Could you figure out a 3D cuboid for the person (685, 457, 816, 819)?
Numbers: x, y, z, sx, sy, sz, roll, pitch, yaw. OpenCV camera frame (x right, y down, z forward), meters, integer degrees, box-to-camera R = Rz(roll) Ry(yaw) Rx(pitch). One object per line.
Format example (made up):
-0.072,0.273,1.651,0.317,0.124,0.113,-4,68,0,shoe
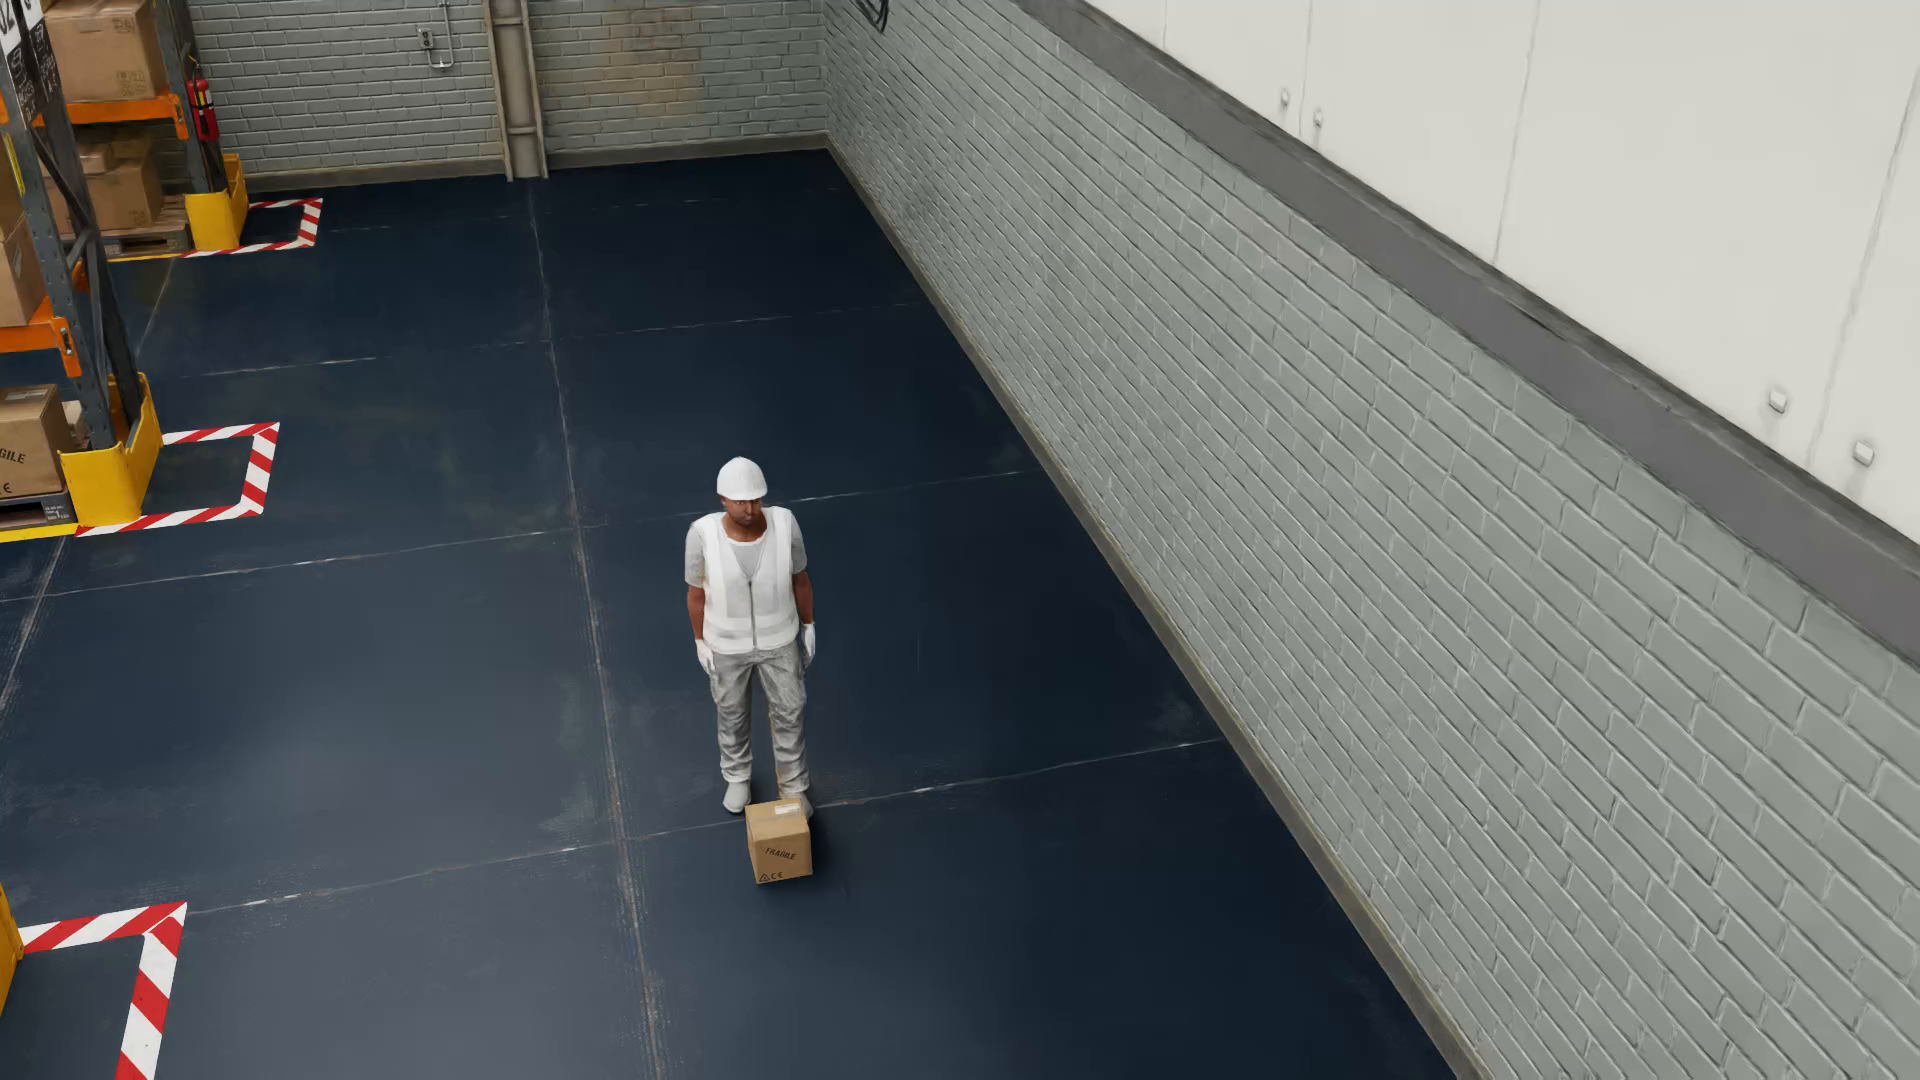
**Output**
-0.909,0.471,7.413,0.556,1.787,0.480,-7,31,-13,person
